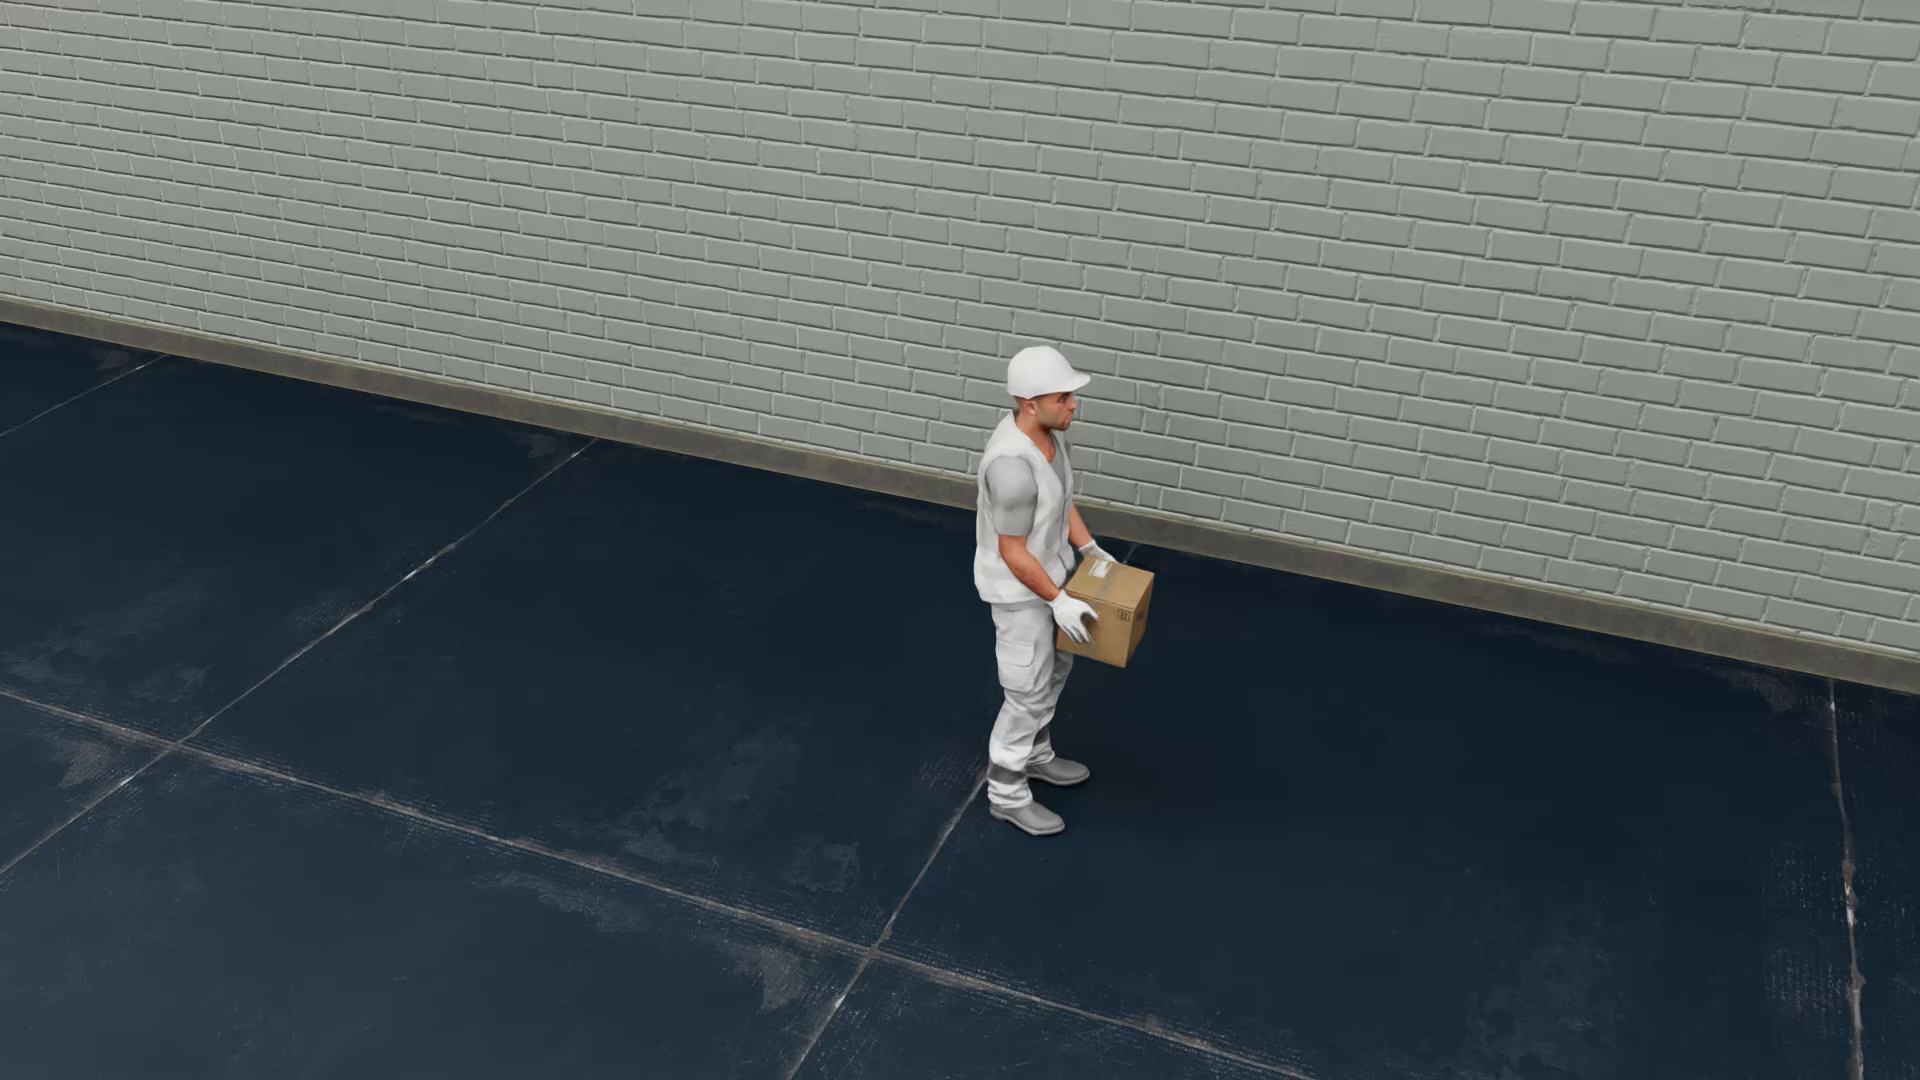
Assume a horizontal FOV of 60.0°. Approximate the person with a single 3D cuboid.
[{"bbox_3d":[0.301,0.170,5.798,0.474,1.793,0.533,11,31,18],"label":"person"}]
